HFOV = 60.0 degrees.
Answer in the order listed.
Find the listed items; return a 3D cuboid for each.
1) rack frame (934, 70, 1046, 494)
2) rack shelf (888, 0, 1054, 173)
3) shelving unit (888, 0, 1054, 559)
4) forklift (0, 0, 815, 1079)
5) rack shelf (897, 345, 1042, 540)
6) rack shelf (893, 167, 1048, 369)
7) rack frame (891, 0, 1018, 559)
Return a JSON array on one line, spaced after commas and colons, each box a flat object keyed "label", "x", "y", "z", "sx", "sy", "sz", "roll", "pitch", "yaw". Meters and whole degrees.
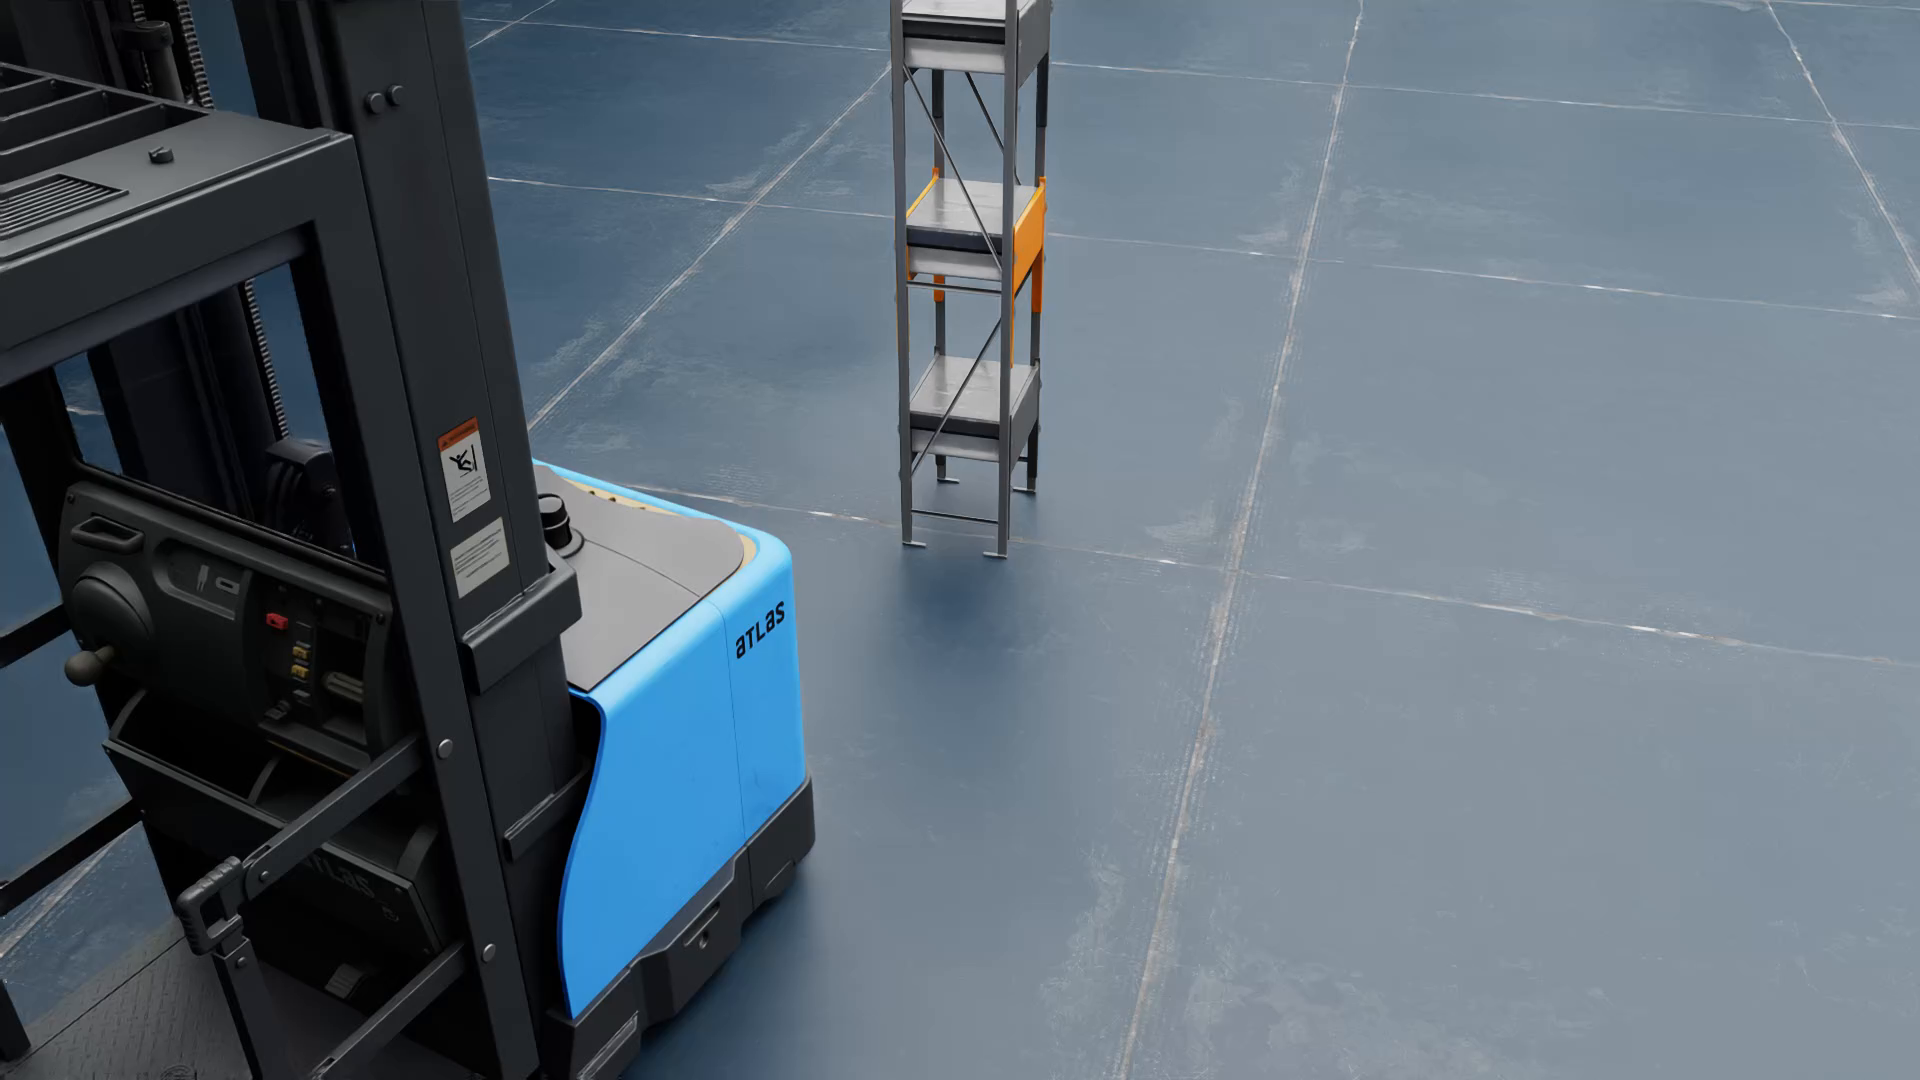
[{"label": "rack frame", "x": 0.104, "y": -1.099, "z": 6.021, "sx": 0.400, "sy": 2.100, "sz": 0.015, "roll": 8, "pitch": 33, "yaw": 12}, {"label": "rack shelf", "x": 0.042, "y": -1.551, "z": 5.454, "sx": 0.431, "sy": 0.518, "sz": 0.480, "roll": 8, "pitch": 33, "yaw": 12}, {"label": "shelving unit", "x": 0.042, "y": -0.972, "z": 5.822, "sx": 0.431, "sy": 2.100, "sz": 0.503, "roll": 8, "pitch": 33, "yaw": 12}, {"label": "forklift", "x": -1.575, "y": 0.230, "z": 3.156, "sx": 1.130, "sy": 2.935, "sz": 3.031, "roll": 17, "pitch": 36, "yaw": 24}, {"label": "rack shelf", "x": 0.042, "y": -0.370, "z": 6.205, "sx": 0.431, "sy": 0.518, "sz": 0.480, "roll": 8, "pitch": 33, "yaw": 12}, {"label": "rack shelf", "x": 0.042, "y": -0.960, "z": 5.829, "sx": 0.431, "sy": 0.518, "sz": 0.480, "roll": 8, "pitch": 33, "yaw": 12}, {"label": "rack frame", "x": -0.020, "y": -0.845, "z": 5.623, "sx": 0.400, "sy": 2.100, "sz": 0.015, "roll": 8, "pitch": 33, "yaw": 12}]
